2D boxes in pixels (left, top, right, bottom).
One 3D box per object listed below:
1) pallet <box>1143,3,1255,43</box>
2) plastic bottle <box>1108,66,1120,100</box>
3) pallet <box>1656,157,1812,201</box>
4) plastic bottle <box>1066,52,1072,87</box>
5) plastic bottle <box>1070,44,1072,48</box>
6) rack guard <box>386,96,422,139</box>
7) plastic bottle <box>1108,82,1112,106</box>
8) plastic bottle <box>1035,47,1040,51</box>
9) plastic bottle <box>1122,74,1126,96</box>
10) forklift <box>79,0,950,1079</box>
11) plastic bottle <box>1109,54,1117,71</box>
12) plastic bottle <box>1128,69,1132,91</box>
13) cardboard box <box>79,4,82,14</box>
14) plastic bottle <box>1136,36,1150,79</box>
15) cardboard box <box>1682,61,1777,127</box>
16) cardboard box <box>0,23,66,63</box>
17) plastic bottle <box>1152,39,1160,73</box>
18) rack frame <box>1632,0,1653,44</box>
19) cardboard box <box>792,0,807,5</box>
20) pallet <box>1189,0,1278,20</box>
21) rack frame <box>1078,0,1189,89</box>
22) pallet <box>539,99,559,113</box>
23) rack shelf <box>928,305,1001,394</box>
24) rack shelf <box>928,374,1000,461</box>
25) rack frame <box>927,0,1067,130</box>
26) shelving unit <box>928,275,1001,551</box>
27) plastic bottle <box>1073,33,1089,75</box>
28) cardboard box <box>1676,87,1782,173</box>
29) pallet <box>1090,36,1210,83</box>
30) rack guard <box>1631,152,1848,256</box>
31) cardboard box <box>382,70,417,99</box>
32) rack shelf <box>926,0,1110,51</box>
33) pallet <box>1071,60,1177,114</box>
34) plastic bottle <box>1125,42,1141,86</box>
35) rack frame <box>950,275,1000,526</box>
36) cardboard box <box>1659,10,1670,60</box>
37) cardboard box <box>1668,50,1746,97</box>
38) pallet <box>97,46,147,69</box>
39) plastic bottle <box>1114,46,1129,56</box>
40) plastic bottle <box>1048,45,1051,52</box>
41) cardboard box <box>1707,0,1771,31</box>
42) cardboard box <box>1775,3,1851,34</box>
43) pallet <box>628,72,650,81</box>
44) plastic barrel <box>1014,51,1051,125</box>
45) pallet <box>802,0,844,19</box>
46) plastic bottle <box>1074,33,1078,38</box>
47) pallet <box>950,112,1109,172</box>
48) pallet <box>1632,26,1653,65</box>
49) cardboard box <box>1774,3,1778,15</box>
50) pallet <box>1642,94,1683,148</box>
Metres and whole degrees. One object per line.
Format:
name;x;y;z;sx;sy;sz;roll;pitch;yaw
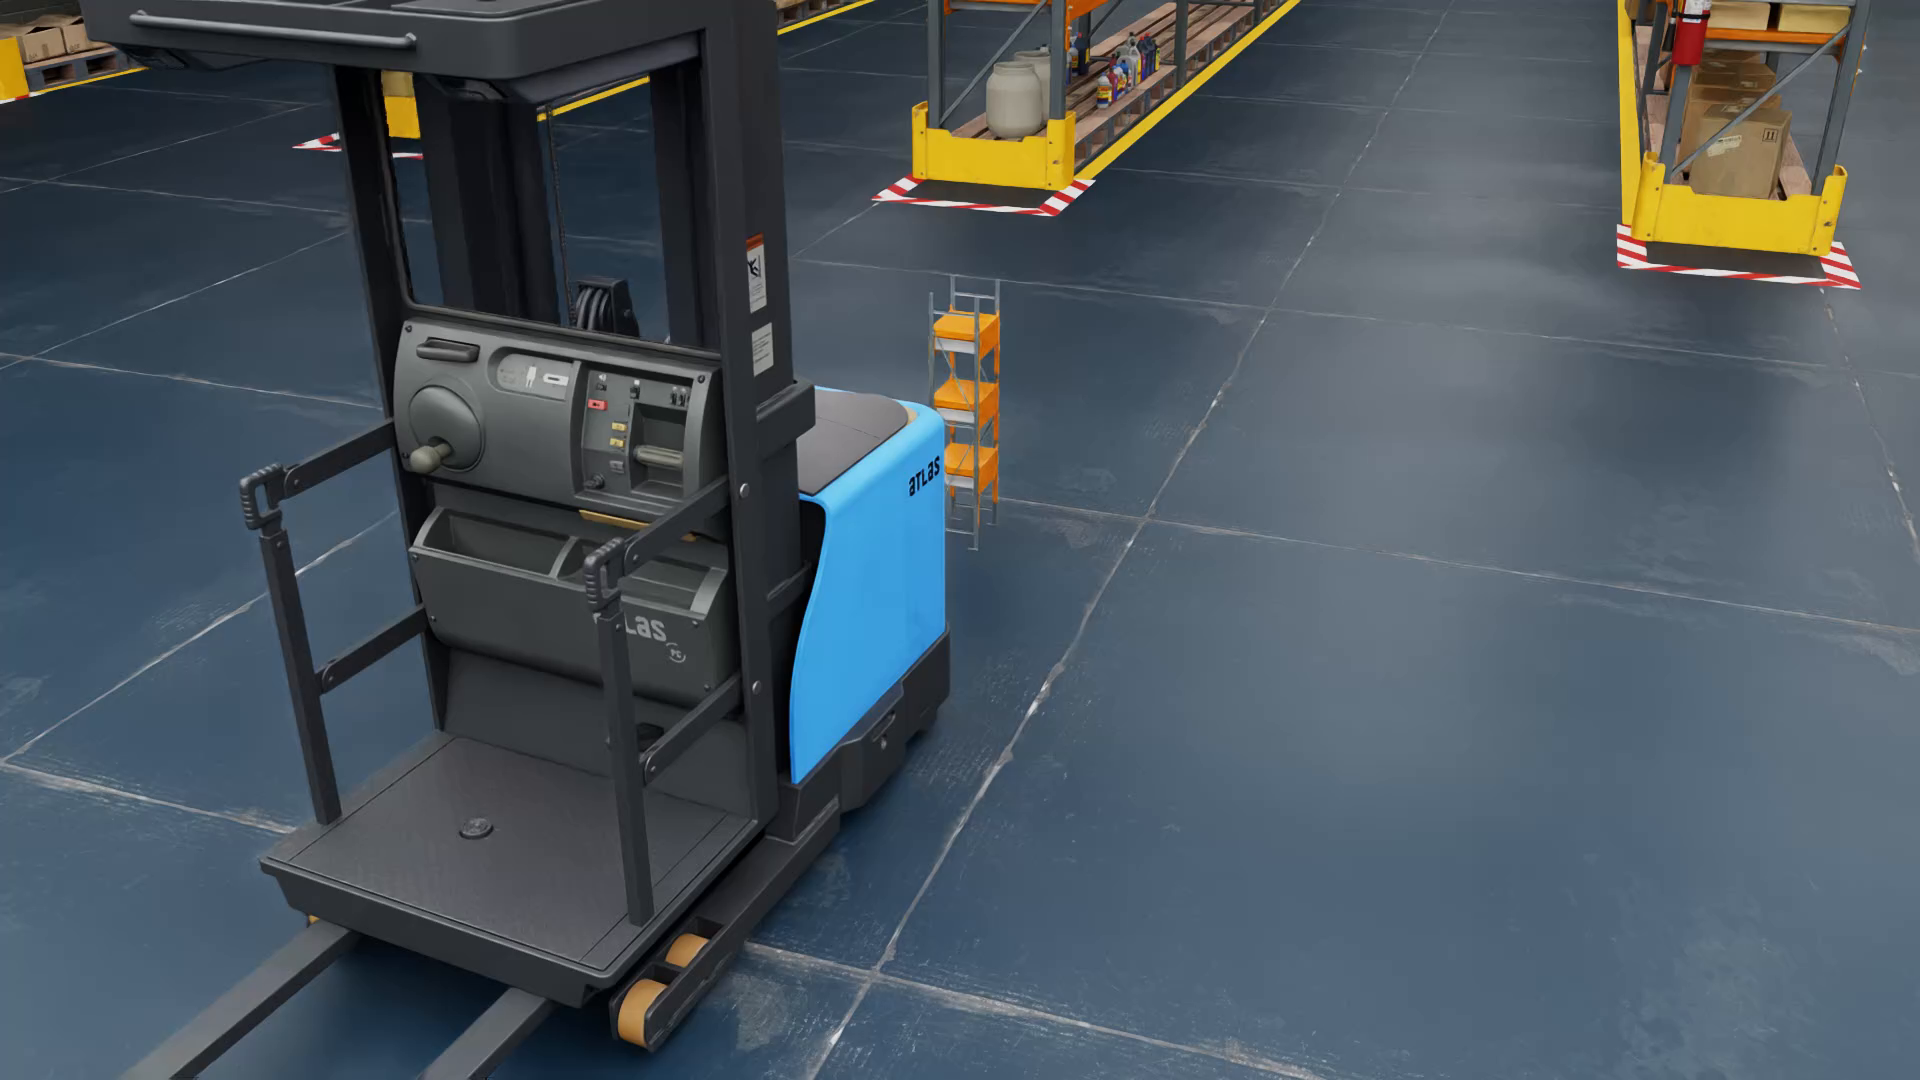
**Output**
pallet;2.627;-5.686;18.252;1.003;0.211;1.213;9;27;17
plastic bottle;1.271;-3.777;13.736;0.097;0.271;0.097;0;26;0
pallet;5.259;-2.353;11.368;1.003;0.211;1.213;9;27;17
plastic bottle;0.874;-4.048;14.288;0.152;0.276;0.135;9;27;17
plastic bottle;0.930;-4.345;14.816;0.144;0.351;0.185;10;27;19
rack guard;-4.419;-3.552;13.512;1.175;0.500;0.348;9;27;17
plastic bottle;1.191;-3.648;13.548;0.097;0.201;0.097;0;26;0
plastic bottle;0.664;-4.016;14.137;0.144;0.351;0.185;10;28;20
plastic bottle;1.337;-3.828;13.920;0.097;0.201;0.097;0;26;0
forklift;-1.109;-0.272;3.948;1.130;2.935;3.031;11;28;22
plastic bottle;1.318;-4.017;14.216;0.061;0.283;0.133;9;27;17
plastic bottle;1.405;-3.912;14.094;0.097;0.201;0.097;0;26;0
cardboard box;-8.287;-5.276;16.569;0.700;0.500;0.500;7;27;14
plastic bottle;1.584;-4.231;14.581;0.144;0.351;0.185;7;27;15
cardboard box;5.774;-3.295;12.499;0.500;0.500;0.500;6;27;13
cardboard box;-8.768;-4.662;15.518;0.500;0.311;0.500;6;26;12
plastic bottle;1.741;-4.340;14.885;0.061;0.283;0.133;10;28;20
rack frame;7.592;-6.536;16.807;1.000;3.000;0.127;9;27;17
cardboard box;-2.032;-6.255;18.901;0.500;0.250;0.500;9;27;19
pallet;3.144;-6.329;19.580;1.003;0.211;1.213;9;27;17
rack frame;1.590;-5.610;14.896;1.000;3.000;0.127;9;27;17
pallet;-4.196;-3.752;14.257;1.003;0.211;1.213;9;27;17
rack shelf;0.018;-0.740;6.448;0.215;0.259;0.240;9;27;17
rack shelf;0.018;-0.485;6.571;0.215;0.259;0.240;9;27;17
rack frame;0.259;-3.967;11.501;1.000;3.000;0.127;9;27;17
shelving unit;0.018;-0.495;6.567;0.215;1.050;0.252;9;27;17
plastic bottle;1.066;-4.324;14.773;0.144;0.351;0.185;9;27;17
cardboard box;5.320;-2.817;11.513;0.500;0.500;0.500;17;30;31
pallet;1.815;-4.684;16.181;1.003;0.211;1.213;9;27;17
rack guard;4.955;-2.155;10.626;1.175;0.500;0.348;9;27;17
cardboard box;-4.511;-3.901;14.039;0.500;0.250;0.500;9;27;17
rack shelf;0.925;-4.465;13.355;1.077;0.370;4.000;9;27;17
pallet;1.328;-4.085;14.946;1.003;0.211;1.213;9;27;17
plastic bottle;1.477;-4.098;14.307;0.144;0.351;0.185;9;27;17
rack frame;0.058;-0.545;6.670;0.200;1.050;0.008;9;27;17
cardboard box;6.848;-4.638;15.250;0.700;0.500;0.500;6;27;13
cardboard box;6.090;-3.798;13.538;0.500;0.500;0.500;8;27;16
pallet;-8.347;-5.008;16.851;1.003;0.211;1.213;9;27;17
plastic bottle;1.436;-4.208;14.620;0.152;0.276;0.135;9;27;17
plastic bottle;0.773;-4.175;14.543;0.061;0.283;0.133;10;28;20
cardboard box;4.830;-3.282;10.376;0.380;0.149;0.250;9;27;17
cardboard box;5.250;-3.218;10.242;0.380;0.149;0.250;9;27;17
pallet;-3.384;-4.755;16.328;1.003;0.211;1.213;9;27;17
plastic barrel;0.573;-3.523;12.958;0.421;0.512;0.421;0;26;0
pallet;-2.059;-6.386;19.698;1.003;0.211;1.213;9;27;17
plastic bottle;1.071;-4.513;15.255;0.097;0.271;0.097;0;26;0
pallet;0.516;-3.083;12.875;1.003;0.211;1.213;9;27;17
pallet;7.331;-4.960;16.752;1.003;0.211;1.213;9;27;17
cardboard box;5.448;-3.418;10.656;0.380;0.149;0.250;9;27;17
pallet;6.071;-3.356;13.439;1.003;0.211;1.213;9;27;17
